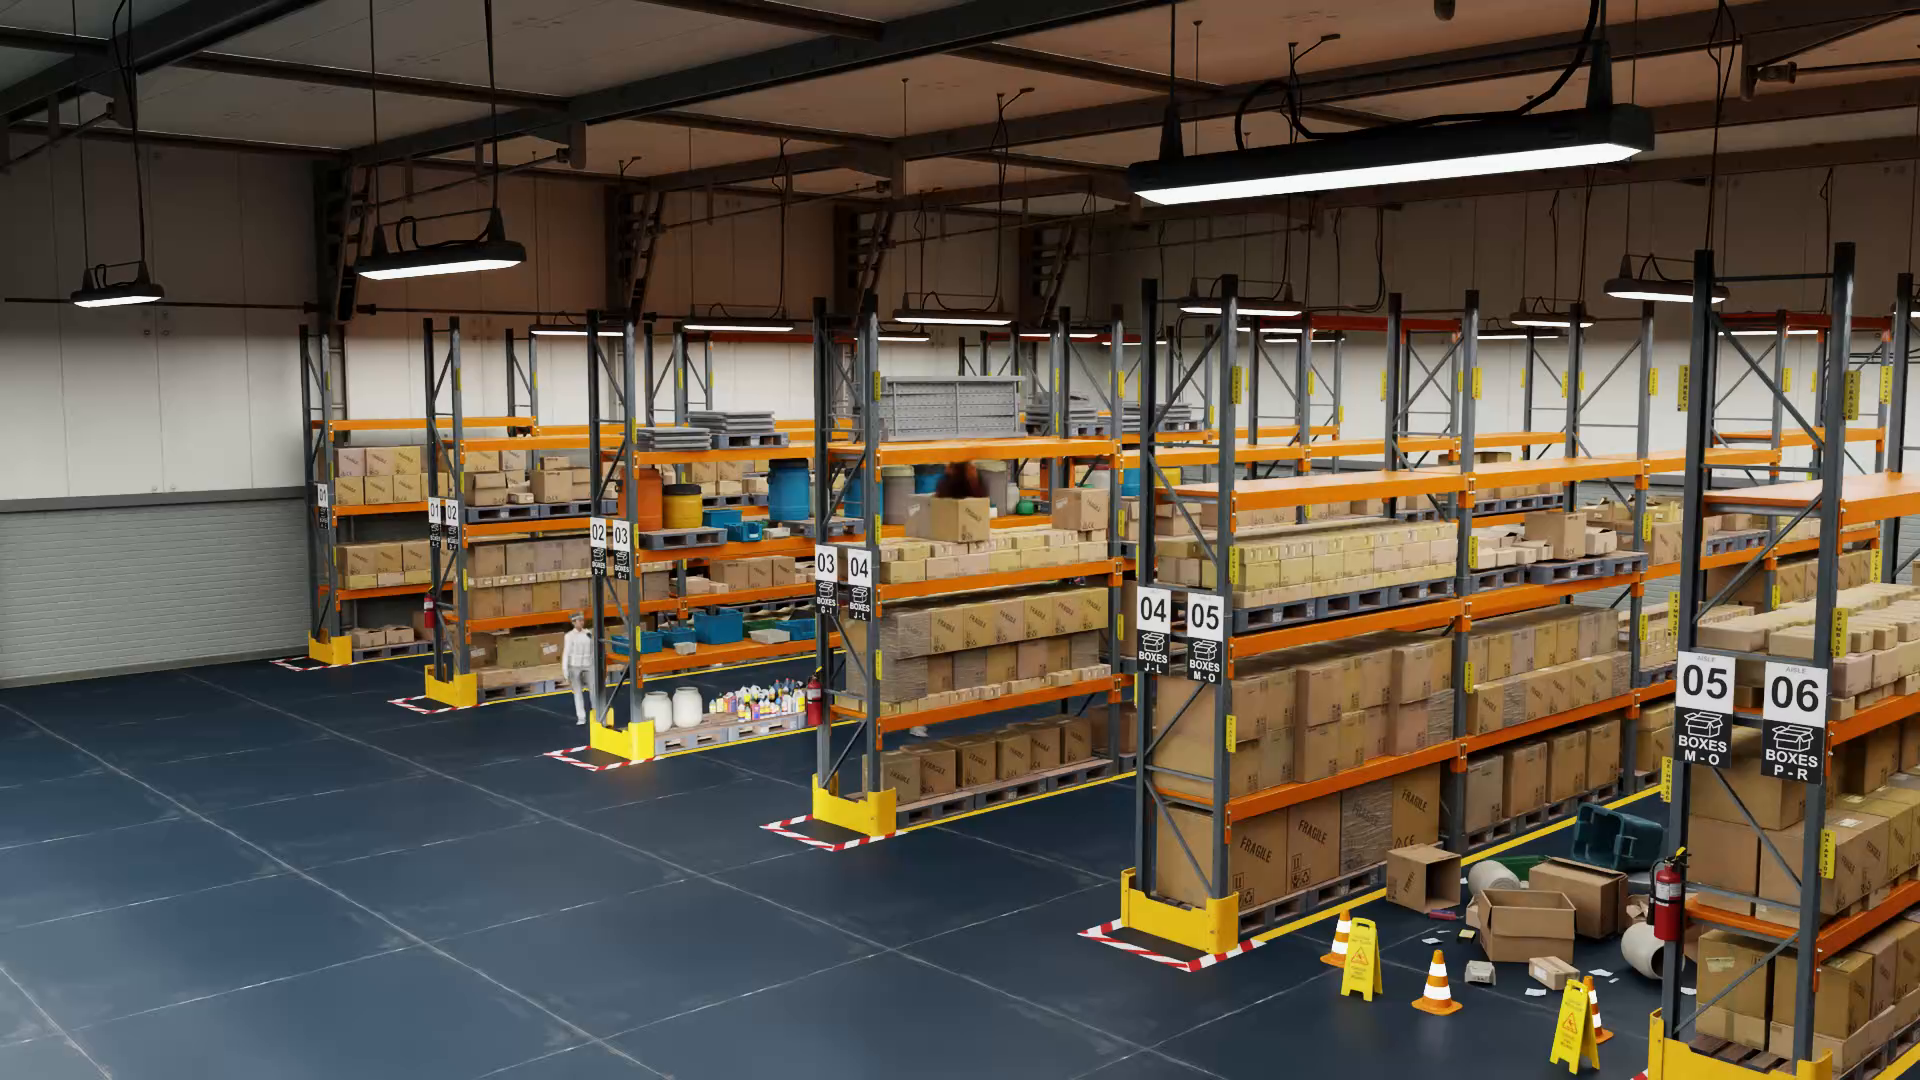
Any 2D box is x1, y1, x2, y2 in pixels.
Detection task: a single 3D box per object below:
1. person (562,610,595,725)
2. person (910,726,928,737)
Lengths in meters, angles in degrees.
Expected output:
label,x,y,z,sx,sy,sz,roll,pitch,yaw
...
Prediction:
label,x,y,z,sx,sy,sz,roll,pitch,yaw
person,-5.573,1.875,24.437,0.521,1.671,0.415,-1,6,-13
person,-0.569,1.928,23.773,0.450,1.695,0.549,-6,8,-44
